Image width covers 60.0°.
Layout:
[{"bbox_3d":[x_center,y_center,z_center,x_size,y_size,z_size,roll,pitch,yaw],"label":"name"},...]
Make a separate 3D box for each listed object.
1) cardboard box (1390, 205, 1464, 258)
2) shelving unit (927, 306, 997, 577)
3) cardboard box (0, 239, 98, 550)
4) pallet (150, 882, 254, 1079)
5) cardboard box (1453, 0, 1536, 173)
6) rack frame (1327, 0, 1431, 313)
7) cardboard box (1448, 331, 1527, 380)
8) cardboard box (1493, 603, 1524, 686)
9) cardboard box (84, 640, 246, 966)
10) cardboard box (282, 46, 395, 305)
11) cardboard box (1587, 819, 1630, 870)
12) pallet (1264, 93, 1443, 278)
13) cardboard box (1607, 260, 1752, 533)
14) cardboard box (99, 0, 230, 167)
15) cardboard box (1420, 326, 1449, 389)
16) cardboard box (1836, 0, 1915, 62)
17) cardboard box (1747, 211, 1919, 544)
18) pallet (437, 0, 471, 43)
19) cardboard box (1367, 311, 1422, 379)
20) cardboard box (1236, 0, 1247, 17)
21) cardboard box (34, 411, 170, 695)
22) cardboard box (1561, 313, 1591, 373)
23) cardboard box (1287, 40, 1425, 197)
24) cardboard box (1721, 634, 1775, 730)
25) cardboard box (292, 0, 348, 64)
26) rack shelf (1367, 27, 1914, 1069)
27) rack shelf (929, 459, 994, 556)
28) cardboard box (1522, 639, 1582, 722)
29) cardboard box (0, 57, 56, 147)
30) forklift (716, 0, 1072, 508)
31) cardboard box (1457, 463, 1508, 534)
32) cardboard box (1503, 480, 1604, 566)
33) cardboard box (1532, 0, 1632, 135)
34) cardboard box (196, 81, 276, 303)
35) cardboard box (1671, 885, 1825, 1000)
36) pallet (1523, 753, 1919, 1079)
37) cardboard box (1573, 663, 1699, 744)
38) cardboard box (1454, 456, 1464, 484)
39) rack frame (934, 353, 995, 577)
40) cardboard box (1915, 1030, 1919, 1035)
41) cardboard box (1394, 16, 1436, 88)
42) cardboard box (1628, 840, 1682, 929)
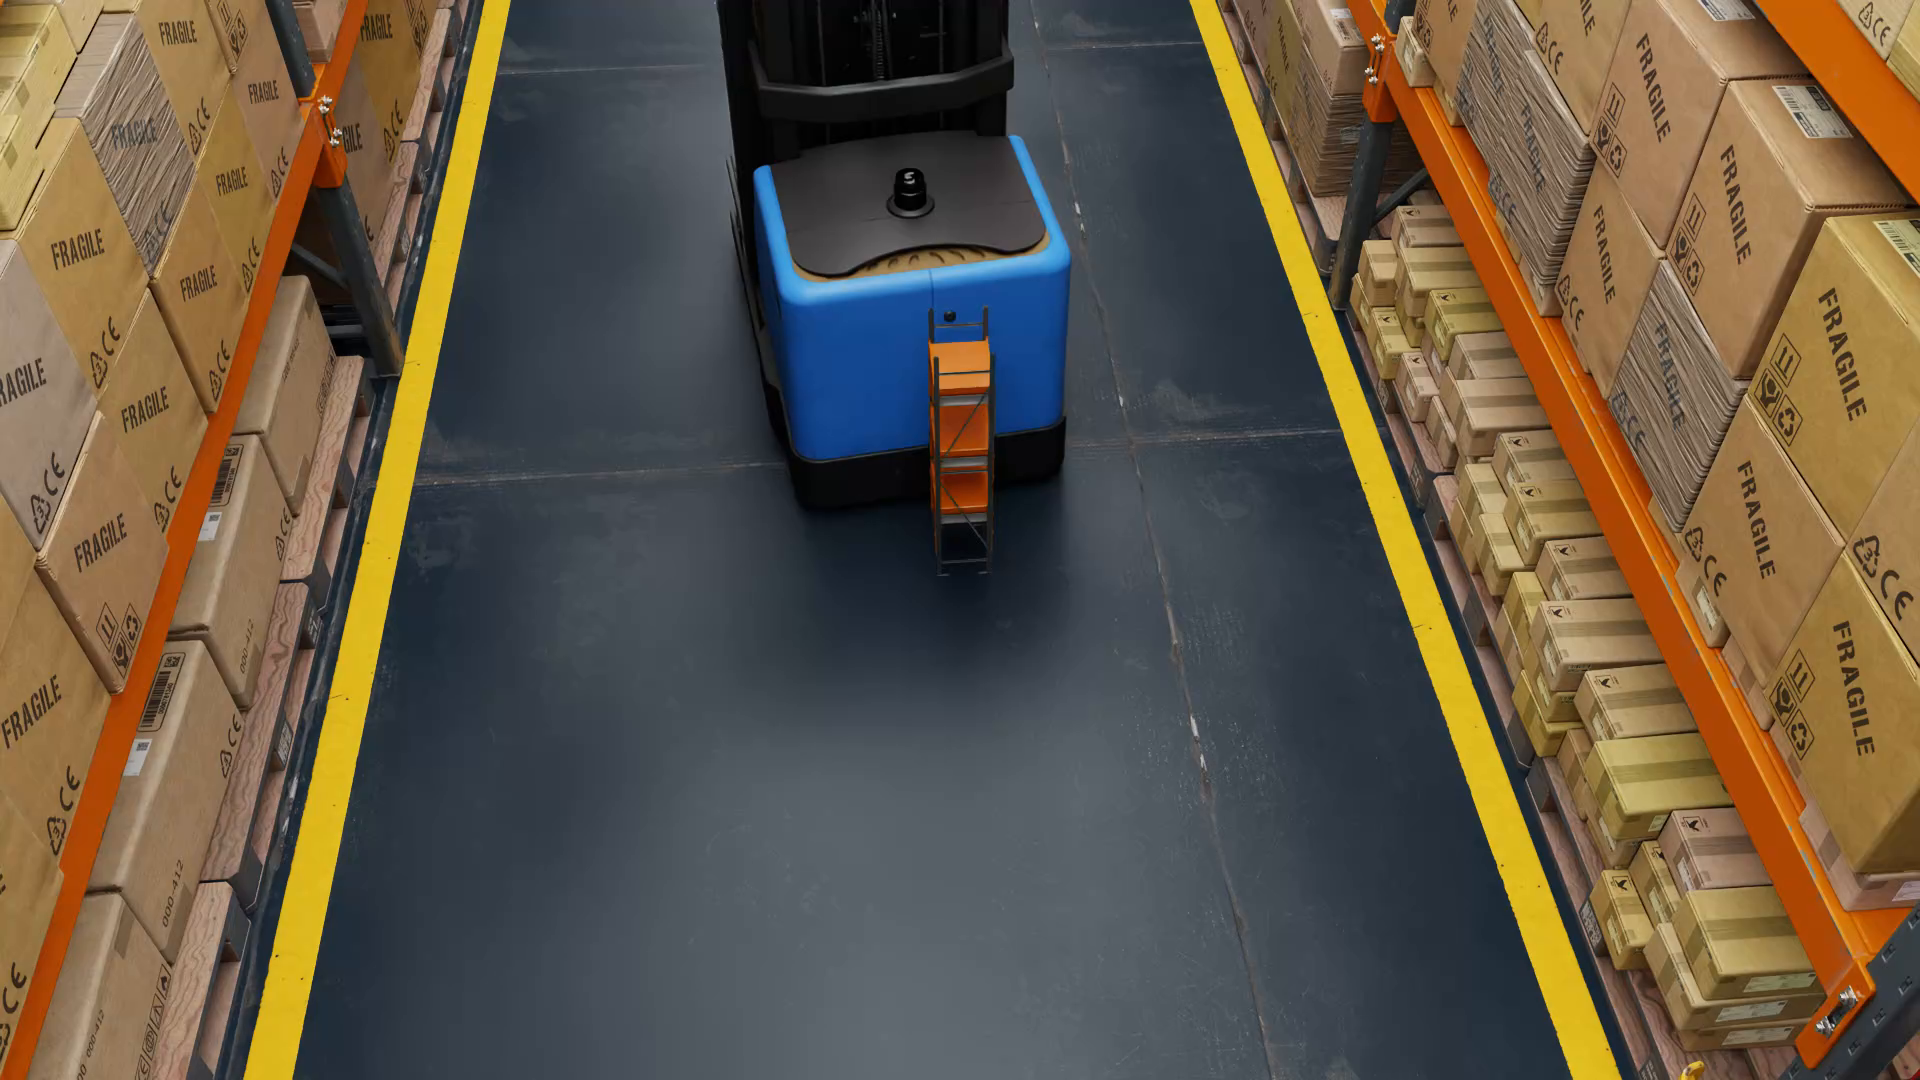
[{"bbox_3d":[1.930,-1.195,6.581,0.380,0.149,0.250,-2,47,-2],"label":"cardboard box"},{"bbox_3d":[0.004,-0.322,5.832,0.215,1.050,0.252,-3,47,-3],"label":"shelving unit"},{"bbox_3d":[-2.340,-0.309,3.719,0.500,0.500,0.500,-4,47,-4],"label":"cardboard box"},{"bbox_3d":[-2.627,1.565,4.623,1.003,0.211,1.213,-3,47,-3],"label":"pallet"},{"bbox_3d":[1.946,-1.494,5.325,0.500,0.500,0.500,-3,47,-3],"label":"cardboard box"},{"bbox_3d":[2.107,-2.089,6.162,1.000,3.000,0.127,-3,47,-3],"label":"rack frame"},{"bbox_3d":[2.008,-0.625,6.041,0.380,0.149,0.250,-5,47,-4],"label":"cardboard box"},{"bbox_3d":[2.011,0.339,5.537,0.380,0.149,0.250,-3,47,-3],"label":"cardboard box"},{"bbox_3d":[-2.722,0.783,4.918,0.875,0.438,0.875,-2,47,-2],"label":"cardboard box"},{"bbox_3d":[-2.949,-1.572,6.847,0.875,0.875,0.875,-2,47,-2],"label":"cardboard box"},{"bbox_3d":[2.131,0.897,5.009,0.380,0.149,0.250,-4,47,-3],"label":"cardboard box"},{"bbox_3d":[2.041,-1.693,7.708,1.003,0.211,1.213,-3,47,-3],"label":"pallet"},{"bbox_3d":[2.058,-0.380,4.270,0.500,0.500,0.500,-3,47,-3],"label":"cardboard box"},{"bbox_3d":[-2.468,-1.401,4.753,0.500,0.500,0.500,-4,47,-4],"label":"cardboard box"},{"bbox_3d":[1.986,-0.722,6.337,0.380,0.149,0.250,-4,47,-4],"label":"cardboard box"},{"bbox_3d":[2.062,-1.216,3.373,0.500,0.250,0.500,-2,47,-2],"label":"cardboard box"},{"bbox_3d":[2.113,-0.358,3.560,0.500,0.500,0.500,-5,47,-5],"label":"cardboard box"},{"bbox_3d":[-3.161,-3.075,9.017,1.003,0.211,1.213,-3,47,-3],"label":"pallet"},{"bbox_3d":[1.840,-0.777,6.594,0.380,0.149,0.250,-2,47,-2],"label":"cardboard box"},{"bbox_3d":[1.671,-3.006,8.463,0.500,0.500,0.500,-5,47,-4],"label":"cardboard box"},{"bbox_3d":[-2.331,0.047,4.071,0.500,0.500,0.500,-4,47,-4],"label":"cardboard box"},{"bbox_3d":[2.032,-0.636,4.960,0.380,0.149,0.250,-2,47,-2],"label":"cardboard box"},{"bbox_3d":[1.794,-1.894,7.410,0.500,0.500,0.500,-4,47,-4],"label":"cardboard box"},{"bbox_3d":[2.114,0.310,4.063,0.380,0.149,0.250,-4,47,-4],"label":"cardboard box"},{"bbox_3d":[-2.591,-1.997,6.179,0.500,0.250,0.500,-4,47,-4],"label":"cardboard box"},{"bbox_3d":[2.275,-0.394,5.053,1.077,0.370,4.000,-3,47,-3],"label":"rack shelf"},{"bbox_3d":[0.004,-0.124,6.042,0.215,0.259,0.240,-3,47,-3],"label":"rack shelf"},{"bbox_3d":[2.012,0.425,5.251,0.380,0.149,0.250,-3,47,-3],"label":"cardboard box"},{"bbox_3d":[-2.395,-1.007,3.933,0.380,0.149,0.250,-3,47,-3],"label":"cardboard box"},{"bbox_3d":[-0.409,-2.217,6.331,1.130,2.935,3.031,-9,47,-8],"label":"forklift"},{"bbox_3d":[1.963,-0.139,5.785,0.380,0.149,0.250,-4,47,-4],"label":"cardboard box"},{"bbox_3d":[2.035,-0.063,5.508,0.380,0.149,0.250,-3,47,-3],"label":"cardboard box"},{"bbox_3d":[1.972,-1.487,4.630,0.500,0.500,0.500,-3,47,-3],"label":"cardboard box"},{"bbox_3d":[-2.475,-1.057,5.116,0.500,0.500,0.500,-5,47,-4],"label":"cardboard box"},{"bbox_3d":[2.145,1.069,4.436,0.380,0.149,0.250,-3,47,-3],"label":"cardboard box"},{"bbox_3d":[2.403,1.119,5.044,1.003,0.211,1.213,-3,47,-3],"label":"pallet"},{"bbox_3d":[2.075,0.513,4.963,0.380,0.149,0.250,-5,47,-5],"label":"cardboard box"},{"bbox_3d":[2.041,-0.227,6.074,0.380,0.149,0.250,-5,47,-5],"label":"cardboard box"},{"bbox_3d":[0.015,-0.234,5.749,0.200,1.050,0.008,-3,47,-3],"label":"rack frame"},{"bbox_3d":[2.717,1.243,4.681,0.380,0.149,0.250,-3,47,-2],"label":"cardboard box"},{"bbox_3d":[1.805,-1.777,6.040,0.380,0.149,0.250,-2,47,-2],"label":"cardboard box"},{"bbox_3d":[2.145,0.982,4.723,0.380,0.149,0.250,-4,47,-4],"label":"cardboard box"}]
